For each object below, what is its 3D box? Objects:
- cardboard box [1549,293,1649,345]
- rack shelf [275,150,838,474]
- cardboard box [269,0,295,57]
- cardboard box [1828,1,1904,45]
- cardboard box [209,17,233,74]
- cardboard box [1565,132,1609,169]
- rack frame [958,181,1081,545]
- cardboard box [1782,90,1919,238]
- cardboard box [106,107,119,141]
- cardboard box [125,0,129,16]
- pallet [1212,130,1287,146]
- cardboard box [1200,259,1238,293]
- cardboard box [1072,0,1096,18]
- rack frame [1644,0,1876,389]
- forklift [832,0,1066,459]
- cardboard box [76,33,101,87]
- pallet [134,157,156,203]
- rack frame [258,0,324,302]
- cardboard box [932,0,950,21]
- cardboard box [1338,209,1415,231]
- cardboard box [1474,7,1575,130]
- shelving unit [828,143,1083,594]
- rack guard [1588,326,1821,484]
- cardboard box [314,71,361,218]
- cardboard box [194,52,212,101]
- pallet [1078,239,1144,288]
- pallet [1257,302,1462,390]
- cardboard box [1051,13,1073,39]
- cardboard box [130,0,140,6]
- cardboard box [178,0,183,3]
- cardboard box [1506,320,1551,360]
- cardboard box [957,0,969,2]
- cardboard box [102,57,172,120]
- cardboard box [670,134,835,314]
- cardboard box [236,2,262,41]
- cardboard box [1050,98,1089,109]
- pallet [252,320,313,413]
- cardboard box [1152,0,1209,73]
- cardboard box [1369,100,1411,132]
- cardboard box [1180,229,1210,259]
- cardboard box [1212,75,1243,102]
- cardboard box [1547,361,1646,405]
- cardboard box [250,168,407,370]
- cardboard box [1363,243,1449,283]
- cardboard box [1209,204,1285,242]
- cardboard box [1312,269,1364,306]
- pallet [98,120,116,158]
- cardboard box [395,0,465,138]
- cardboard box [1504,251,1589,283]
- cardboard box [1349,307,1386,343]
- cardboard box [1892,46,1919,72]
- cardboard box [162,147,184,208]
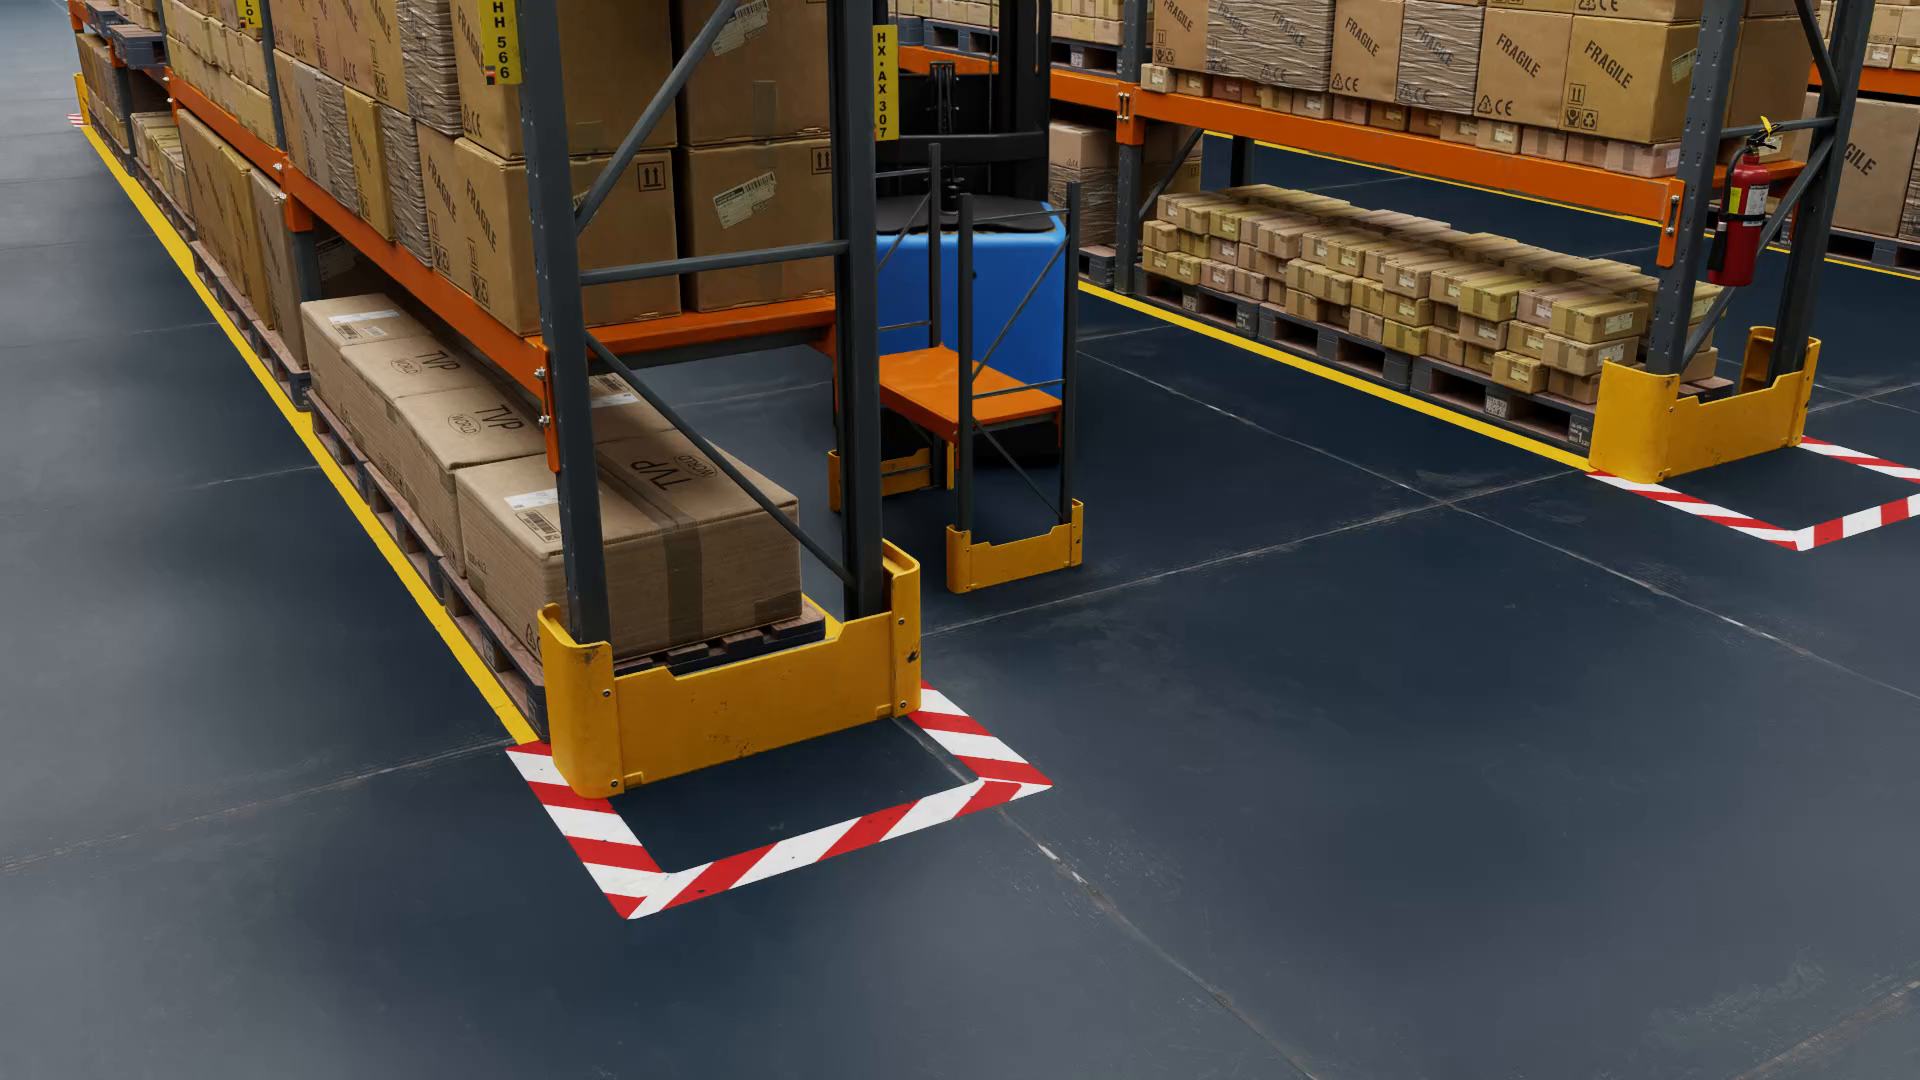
[{"bbox_3d":[3.010,-1.045,7.837,0.380,0.149,0.250,-12,25,-28],"label":"cardboard box"},{"bbox_3d":[-1.728,-1.102,6.495,1.077,0.370,4.000,-13,25,-28],"label":"rack shelf"},{"bbox_3d":[-2.714,-2.392,7.251,0.500,0.500,0.500,-12,25,-28],"label":"cardboard box"},{"bbox_3d":[6.304,-3.526,11.307,0.500,0.250,0.500,-12,25,-27],"label":"cardboard box"},{"bbox_3d":[-3.715,-2.668,8.926,0.500,0.250,0.500,-12,25,-27],"label":"cardboard box"},{"bbox_3d":[2.994,-1.795,7.578,0.380,0.149,0.250,-13,25,-28],"label":"cardboard box"},{"bbox_3d":[0.216,-0.558,6.192,0.500,1.500,0.032,-13,25,-28],"label":"rack frame"},{"bbox_3d":[6.498,-2.679,11.682,0.875,0.875,0.875,-13,25,-28],"label":"cardboard box"},{"bbox_3d":[-7.649,-3.903,15.525,0.500,0.250,0.500,-13,26,-30],"label":"cardboard box"},{"bbox_3d":[-6.022,-4.003,12.452,0.380,0.149,0.250,-14,26,-30],"label":"cardboard box"},{"bbox_3d":[3.329,-4.245,16.975,1.003,0.211,1.213,-13,25,-28],"label":"pallet"},{"bbox_3d":[1.672,-1.605,10.005,0.380,0.149,0.250,-13,25,-28],"label":"cardboard box"},{"bbox_3d":[0.946,-3.459,10.720,0.380,0.149,0.250,-12,25,-28],"label":"cardboard box"},{"bbox_3d":[3.498,-1.773,7.189,1.000,3.000,0.127,-13,25,-28],"label":"rack frame"},{"bbox_3d":[-0.120,-2.234,8.415,1.130,2.935,3.031,-2,22,-4],"label":"forklift"},{"bbox_3d":[-8.692,-4.914,17.014,0.500,0.500,0.500,-14,26,-30],"label":"cardboard box"},{"bbox_3d":[-6.437,-3.129,14.229,1.003,0.211,1.213,-13,25,-28],"label":"pallet"},{"bbox_3d":[-2.749,-2.083,7.952,1.000,3.000,0.127,-13,25,-28],"label":"rack frame"},{"bbox_3d":[0.019,-3.910,12.223,0.380,0.149,0.250,-12,25,-27],"label":"cardboard box"},{"bbox_3d":[2.441,-1.829,9.765,0.380,0.149,0.250,-14,26,-31],"label":"cardboard box"},{"bbox_3d":[2.788,-2.221,7.763,0.500,0.500,0.500,-13,26,-29],"label":"cardboard box"},{"bbox_3d":[-0.039,-0.719,6.590,0.587,1.500,1.083,-13,25,-28],"label":"shelving unit"},{"bbox_3d":[3.459,-0.639,7.720,1.175,0.500,0.348,-13,25,-28],"label":"rack guard"},{"bbox_3d":[-2.233,-1.601,6.634,0.500,0.500,0.500,-12,25,-28],"label":"cardboard box"},{"bbox_3d":[-4.218,-2.768,9.836,0.500,0.250,0.500,-12,25,-27],"label":"cardboard box"},{"bbox_3d":[1.056,-2.027,11.519,1.003,0.211,1.213,-13,25,-28],"label":"pallet"},{"bbox_3d":[2.455,-1.170,9.409,1.003,0.211,1.213,-13,25,-28],"label":"pallet"},{"bbox_3d":[0.823,-3.401,10.972,0.380,0.149,0.250,-13,25,-28],"label":"cardboard box"},{"bbox_3d":[-5.537,-4.015,11.621,0.500,0.500,0.500,-13,26,-29],"label":"cardboard box"},{"bbox_3d":[-4.489,-3.522,10.032,0.500,0.500,0.500,-12,25,-28],"label":"cardboard box"},{"bbox_3d":[2.896,-0.995,8.110,0.380,0.149,0.250,-13,26,-29],"label":"cardboard box"},{"bbox_3d":[0.145,-3.967,11.968,0.380,0.149,0.250,-13,25,-29],"label":"cardboard box"},{"bbox_3d":[-7.369,-4.080,14.965,0.500,0.500,0.500,-13,25,-29],"label":"cardboard box"},{"bbox_3d":[-0.704,-1.045,5.266,0.500,0.500,0.500,-13,25,-29],"label":"cardboard box"},{"bbox_3d":[-3.193,-2.689,7.982,0.500,0.500,0.500,-12,25,-27],"label":"cardboard box"},{"bbox_3d":[0.773,-3.079,12.170,0.500,0.250,0.500,-12,25,-26],"label":"cardboard box"},{"bbox_3d":[-3.208,-1.026,9.056,1.003,0.211,1.213,-13,25,-28],"label":"pallet"},{"bbox_3d":[1.491,-3.043,9.786,0.500,0.500,0.500,-13,26,-29],"label":"cardboard box"},{"bbox_3d":[2.357,-2.224,8.634,0.380,0.149,0.250,-12,25,-27],"label":"cardboard box"},{"bbox_3d":[1.571,-1.836,10.177,0.380,0.149,0.250,-12,25,-28],"label":"cardboard box"},{"bbox_3d":[1.695,-2.651,9.684,0.380,0.149,0.250,-14,26,-31],"label":"cardboard box"},{"bbox_3d":[3.050,-0.777,7.967,0.380,0.149,0.250,-12,25,-27],"label":"cardboard box"},{"bbox_3d":[-3.135,-1.478,8.729,0.875,0.875,0.875,-12,25,-27],"label":"cardboard box"},{"bbox_3d":[2.387,-1.475,8.896,0.380,0.149,0.250,-14,26,-30],"label":"cardboard box"},{"bbox_3d":[1.714,-1.893,9.923,0.380,0.149,0.250,-13,25,-29],"label":"cardboard box"},{"bbox_3d":[2.161,-1.404,9.115,0.380,0.149,0.250,-12,25,-28],"label":"cardboard box"},{"bbox_3d":[-7.836,-3.987,16.339,1.003,0.211,1.213,-13,25,-28],"label":"pallet"},{"bbox_3d":[-1.449,-1.571,5.233,0.500,0.500,0.500,-13,25,-28],"label":"cardboard box"},{"bbox_3d":[3.062,-1.394,8.695,0.380,0.149,0.250,-14,26,-31],"label":"cardboard box"},{"bbox_3d":[2.327,-1.183,8.967,0.380,0.149,0.250,-12,25,-27],"label":"cardboard box"},{"bbox_3d":[6.433,-3.208,11.055,0.380,0.149,0.250,-13,26,-30],"label":"cardboard box"},{"bbox_3d":[-5.456,-2.777,12.592,0.950,0.372,0.625,-13,26,-29],"label":"cardboard box"}]
